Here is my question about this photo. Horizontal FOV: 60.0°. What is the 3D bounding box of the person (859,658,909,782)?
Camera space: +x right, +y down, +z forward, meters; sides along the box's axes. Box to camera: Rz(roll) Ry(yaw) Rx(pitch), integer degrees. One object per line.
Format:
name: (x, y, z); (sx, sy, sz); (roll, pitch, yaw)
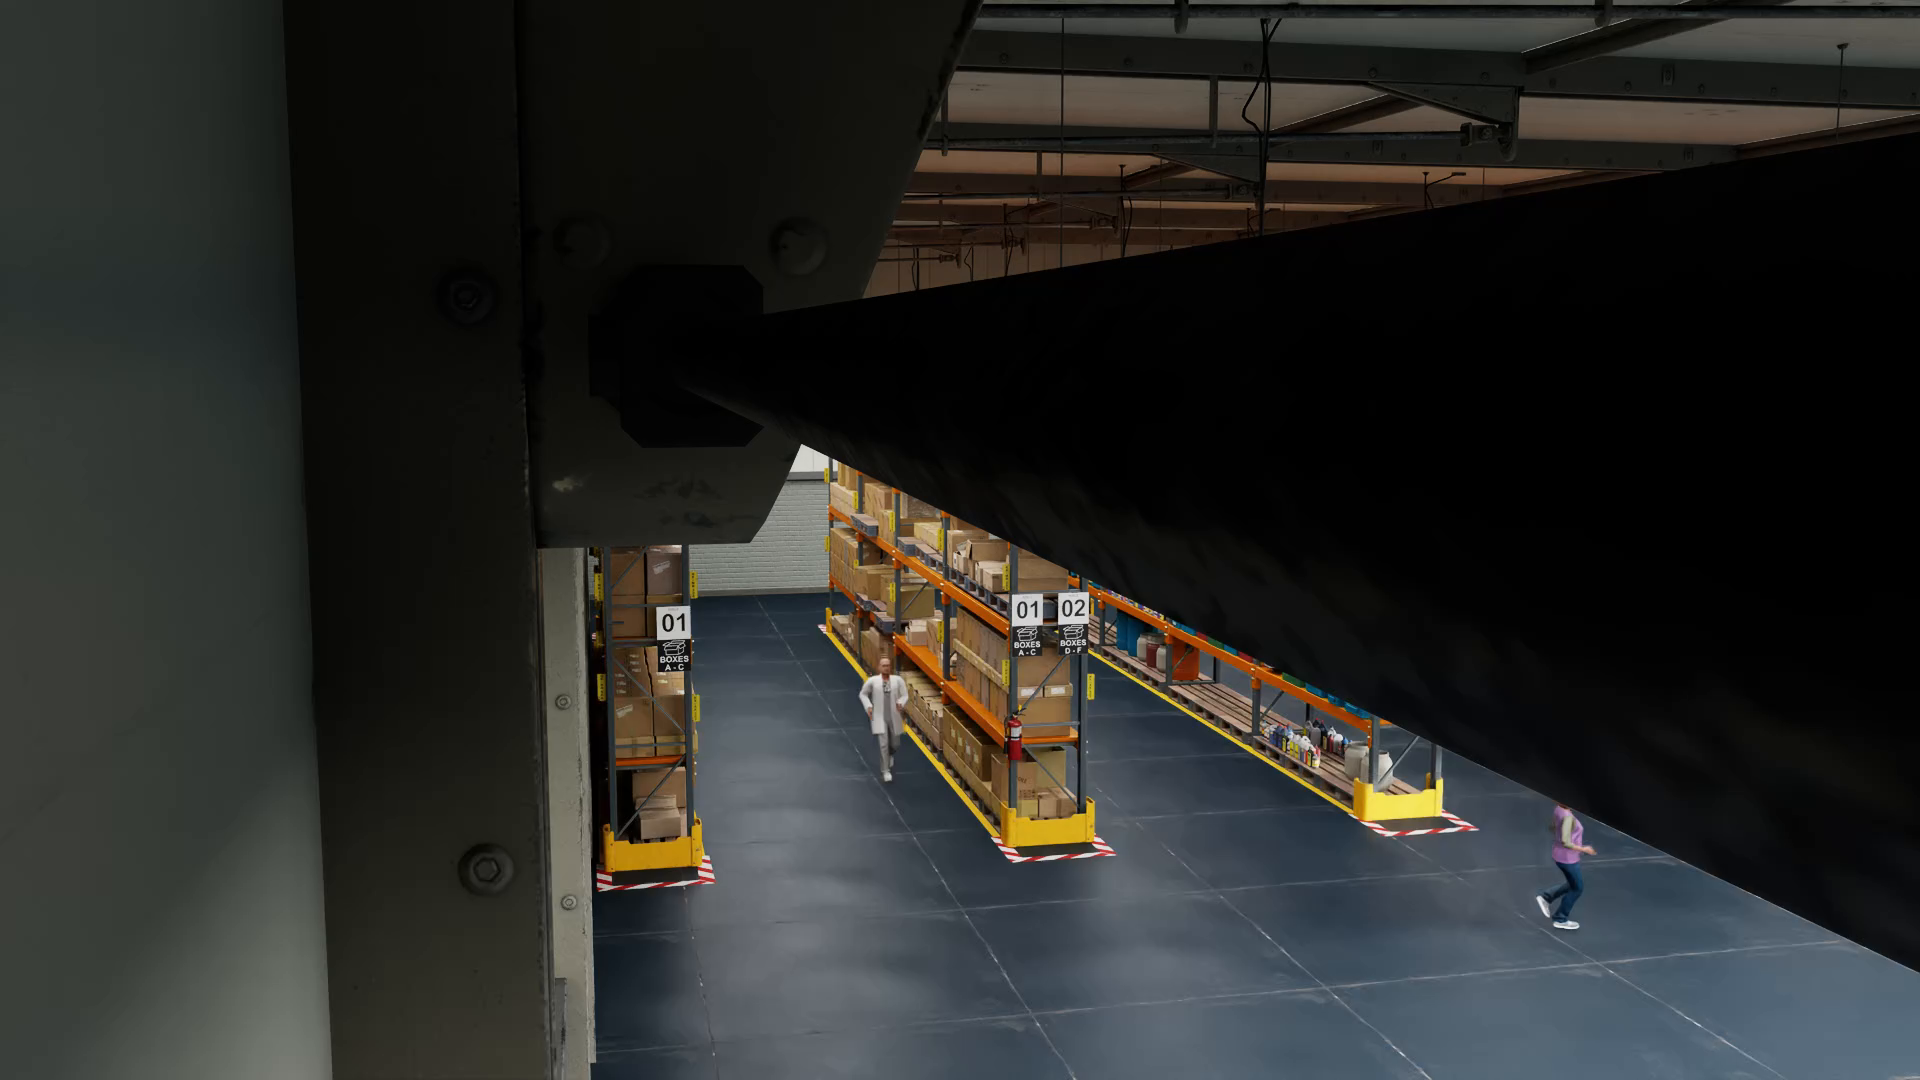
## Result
person: (-1.090, 2.575, 24.092); (0.716, 1.736, 0.835); (-1, 7, -12)

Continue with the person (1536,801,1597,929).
person: (6.543, 3.437, 17.944); (0.559, 1.551, 0.532); (1, 7, 8)
